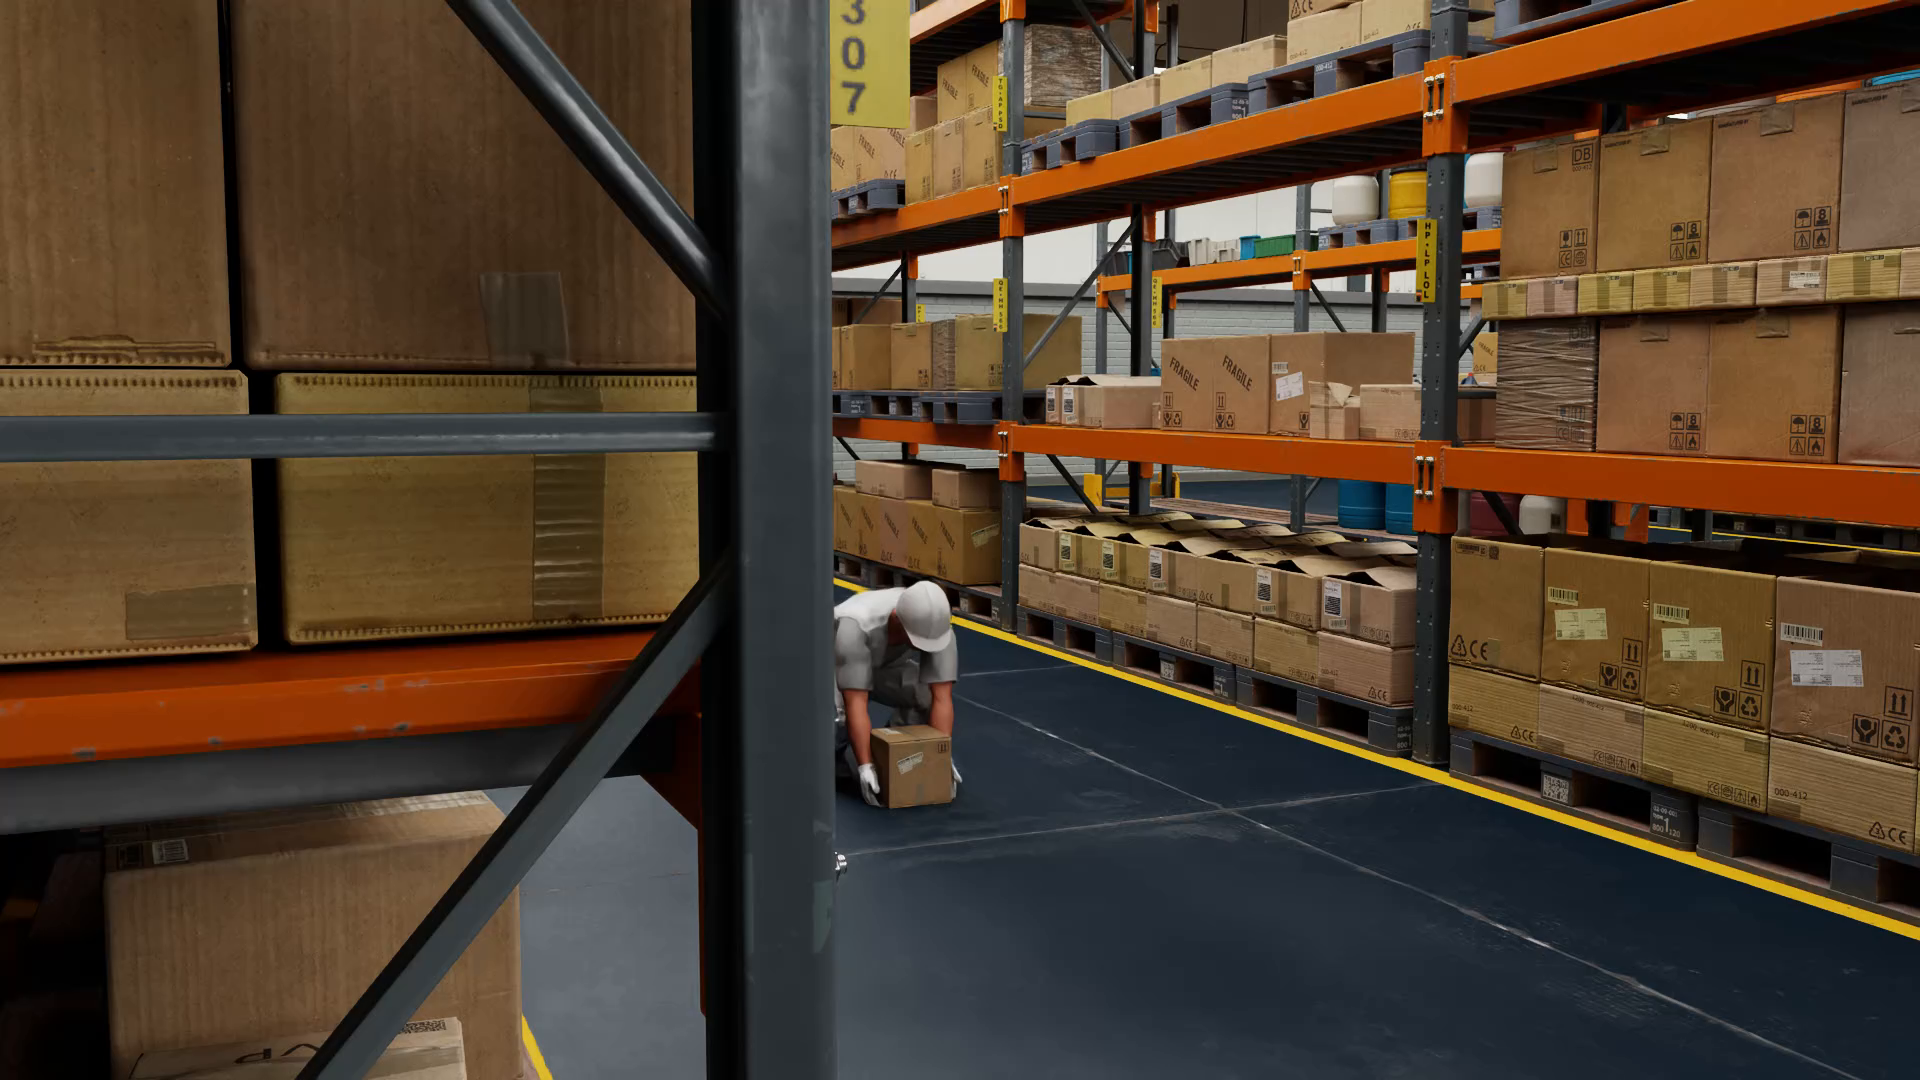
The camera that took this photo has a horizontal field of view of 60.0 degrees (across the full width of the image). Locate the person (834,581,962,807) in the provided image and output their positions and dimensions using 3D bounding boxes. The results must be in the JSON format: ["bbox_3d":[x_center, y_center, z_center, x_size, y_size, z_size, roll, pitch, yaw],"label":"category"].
[{"bbox_3d":[-0.312,0.562,6.511,0.553,0.878,0.901,-2,6,-24],"label":"person"}]
